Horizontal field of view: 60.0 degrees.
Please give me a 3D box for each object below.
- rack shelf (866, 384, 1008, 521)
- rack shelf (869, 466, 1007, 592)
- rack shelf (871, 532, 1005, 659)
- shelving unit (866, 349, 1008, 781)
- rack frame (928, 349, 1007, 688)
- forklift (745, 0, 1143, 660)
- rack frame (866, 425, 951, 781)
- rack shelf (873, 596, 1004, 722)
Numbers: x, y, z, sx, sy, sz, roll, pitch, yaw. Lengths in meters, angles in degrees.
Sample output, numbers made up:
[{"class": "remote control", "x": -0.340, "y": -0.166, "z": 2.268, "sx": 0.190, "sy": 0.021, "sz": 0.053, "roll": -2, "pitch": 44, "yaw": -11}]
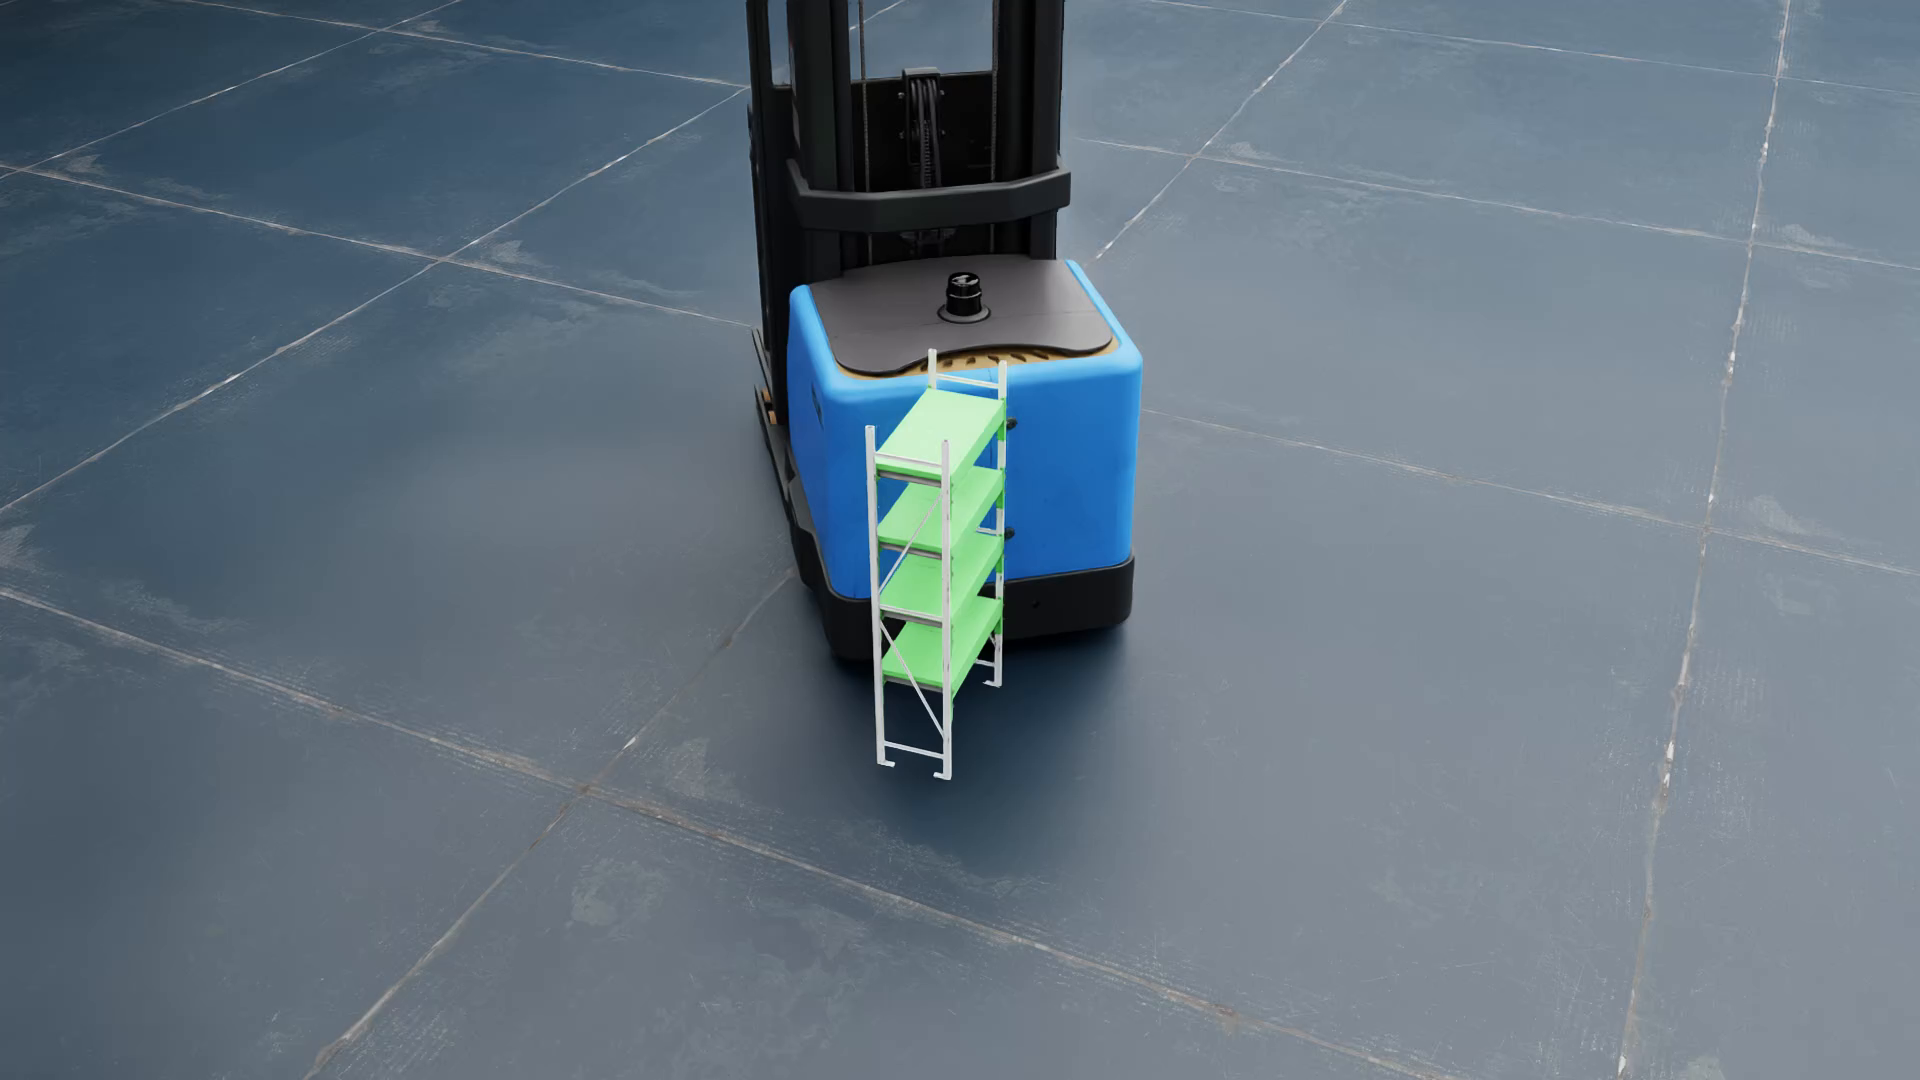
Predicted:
[{"class": "rack shelf", "x": -0.060, "y": -0.260, "z": 4.794, "sx": 0.258, "sy": 0.148, "sz": 0.480, "roll": 11, "pitch": 35, "yaw": 16}, {"class": "rack shelf", "x": -0.060, "y": -0.060, "z": 4.925, "sx": 0.258, "sy": 0.148, "sz": 0.480, "roll": 11, "pitch": 35, "yaw": 16}, {"class": "rack shelf", "x": -0.060, "y": 0.141, "z": 5.057, "sx": 0.258, "sy": 0.148, "sz": 0.480, "roll": 11, "pitch": 35, "yaw": 16}, {"class": "shelving unit", "x": -0.060, "y": 0.088, "z": 5.022, "sx": 0.258, "sy": 1.200, "sz": 0.503, "roll": 11, "pitch": 35, "yaw": 16}, {"class": "rack frame", "x": 0.022, "y": -0.038, "z": 5.214, "sx": 0.240, "sy": 1.200, "sz": 0.015, "roll": 11, "pitch": 35, "yaw": 16}, {"class": "forklift", "x": -0.238, "y": -1.629, "z": 6.061, "sx": 1.130, "sy": 2.935, "sz": 3.031, "roll": -7, "pitch": 34, "yaw": -11}, {"class": "rack frame", "x": -0.142, "y": 0.214, "z": 4.830, "sx": 0.240, "sy": 1.200, "sz": 0.015, "roll": 11, "pitch": 35, "yaw": 16}, {"class": "rack shelf", "x": -0.060, "y": 0.342, "z": 5.189, "sx": 0.258, "sy": 0.148, "sz": 0.480, "roll": 11, "pitch": 35, "yaw": 16}]
